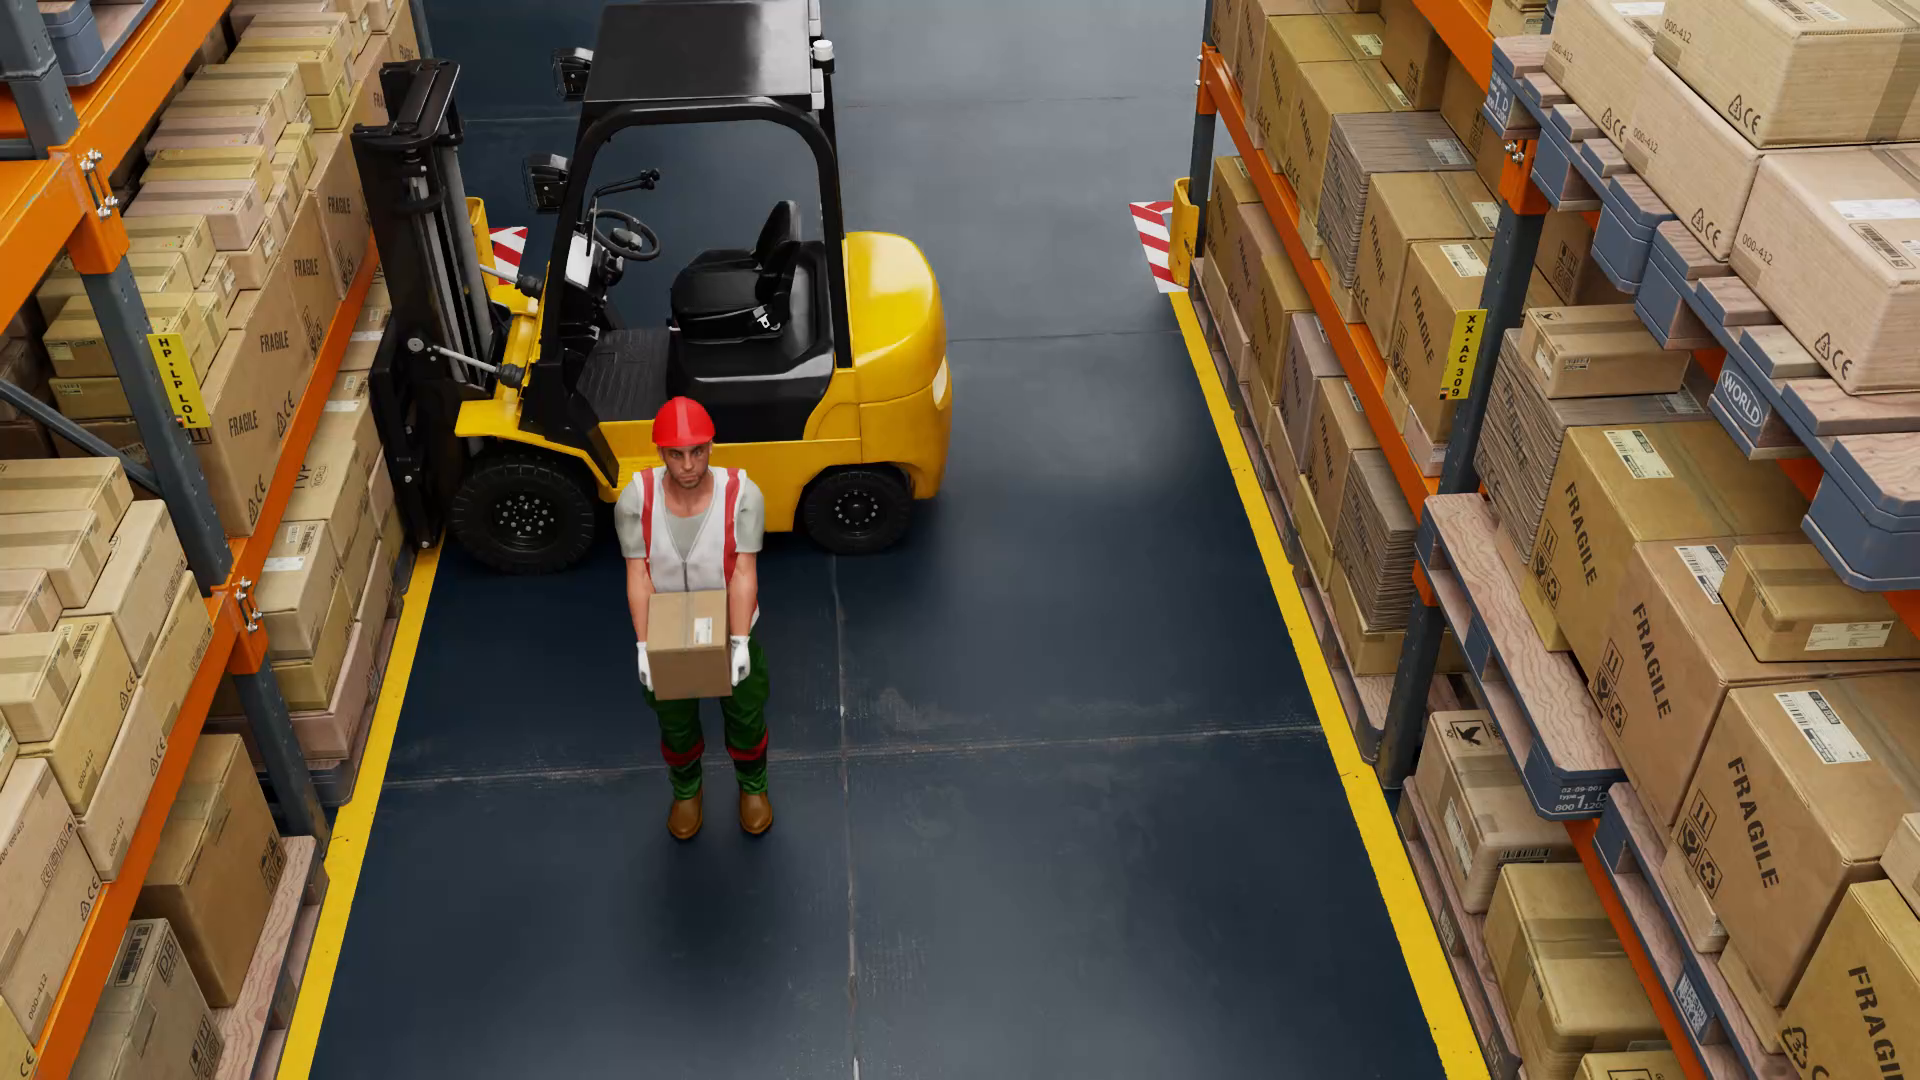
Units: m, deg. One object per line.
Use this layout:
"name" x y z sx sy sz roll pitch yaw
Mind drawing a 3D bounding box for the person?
"person" -0.881 0.362 5.689 0.493 1.782 0.564 -3 39 -4
